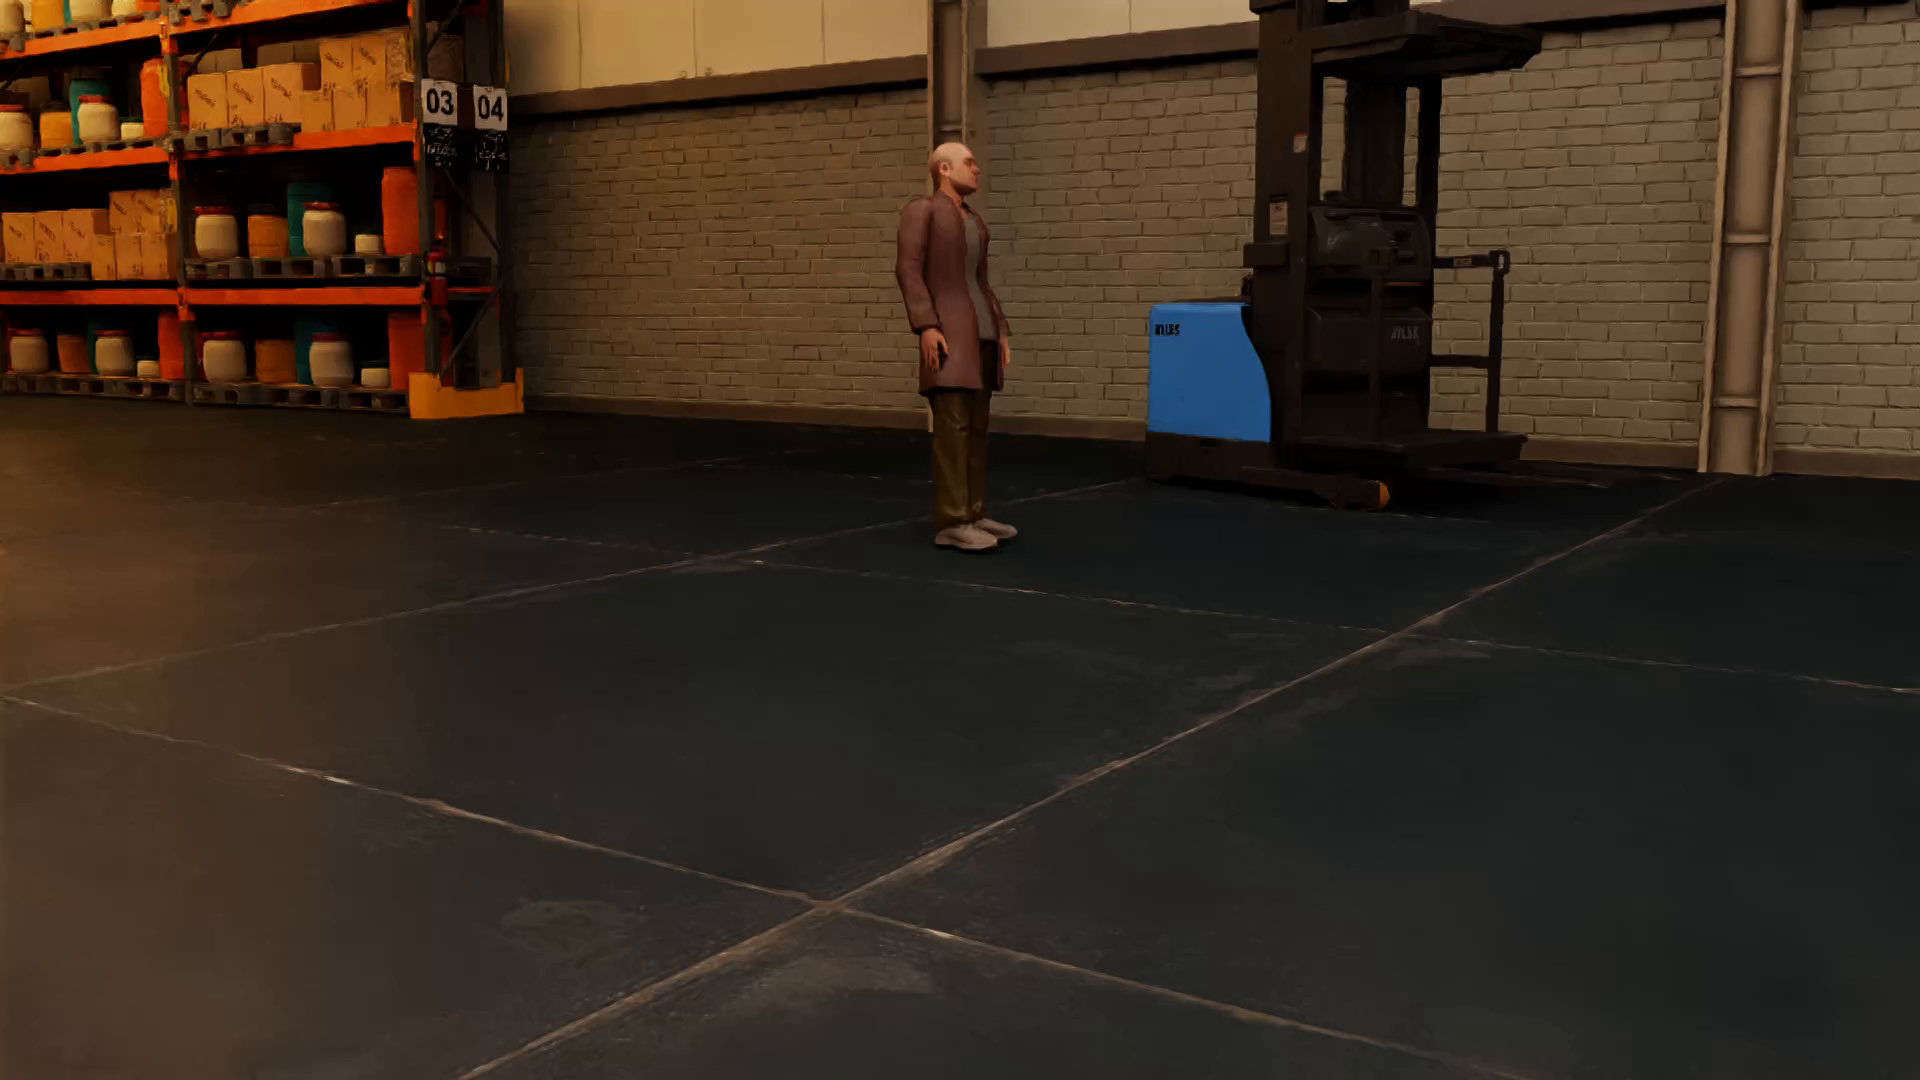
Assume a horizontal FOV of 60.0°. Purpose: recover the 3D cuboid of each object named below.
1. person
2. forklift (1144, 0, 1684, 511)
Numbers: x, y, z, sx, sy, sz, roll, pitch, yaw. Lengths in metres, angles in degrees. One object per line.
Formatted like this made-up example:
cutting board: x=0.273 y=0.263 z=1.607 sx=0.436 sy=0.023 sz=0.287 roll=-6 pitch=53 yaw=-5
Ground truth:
person: x=0.073 y=-0.879 z=7.423 sx=0.580 sy=1.776 sz=0.694 roll=5 pitch=10 yaw=34
forklift: x=2.390 y=-1.677 z=8.986 sx=1.130 sy=2.935 sz=3.031 roll=-6 pitch=10 yaw=-36
